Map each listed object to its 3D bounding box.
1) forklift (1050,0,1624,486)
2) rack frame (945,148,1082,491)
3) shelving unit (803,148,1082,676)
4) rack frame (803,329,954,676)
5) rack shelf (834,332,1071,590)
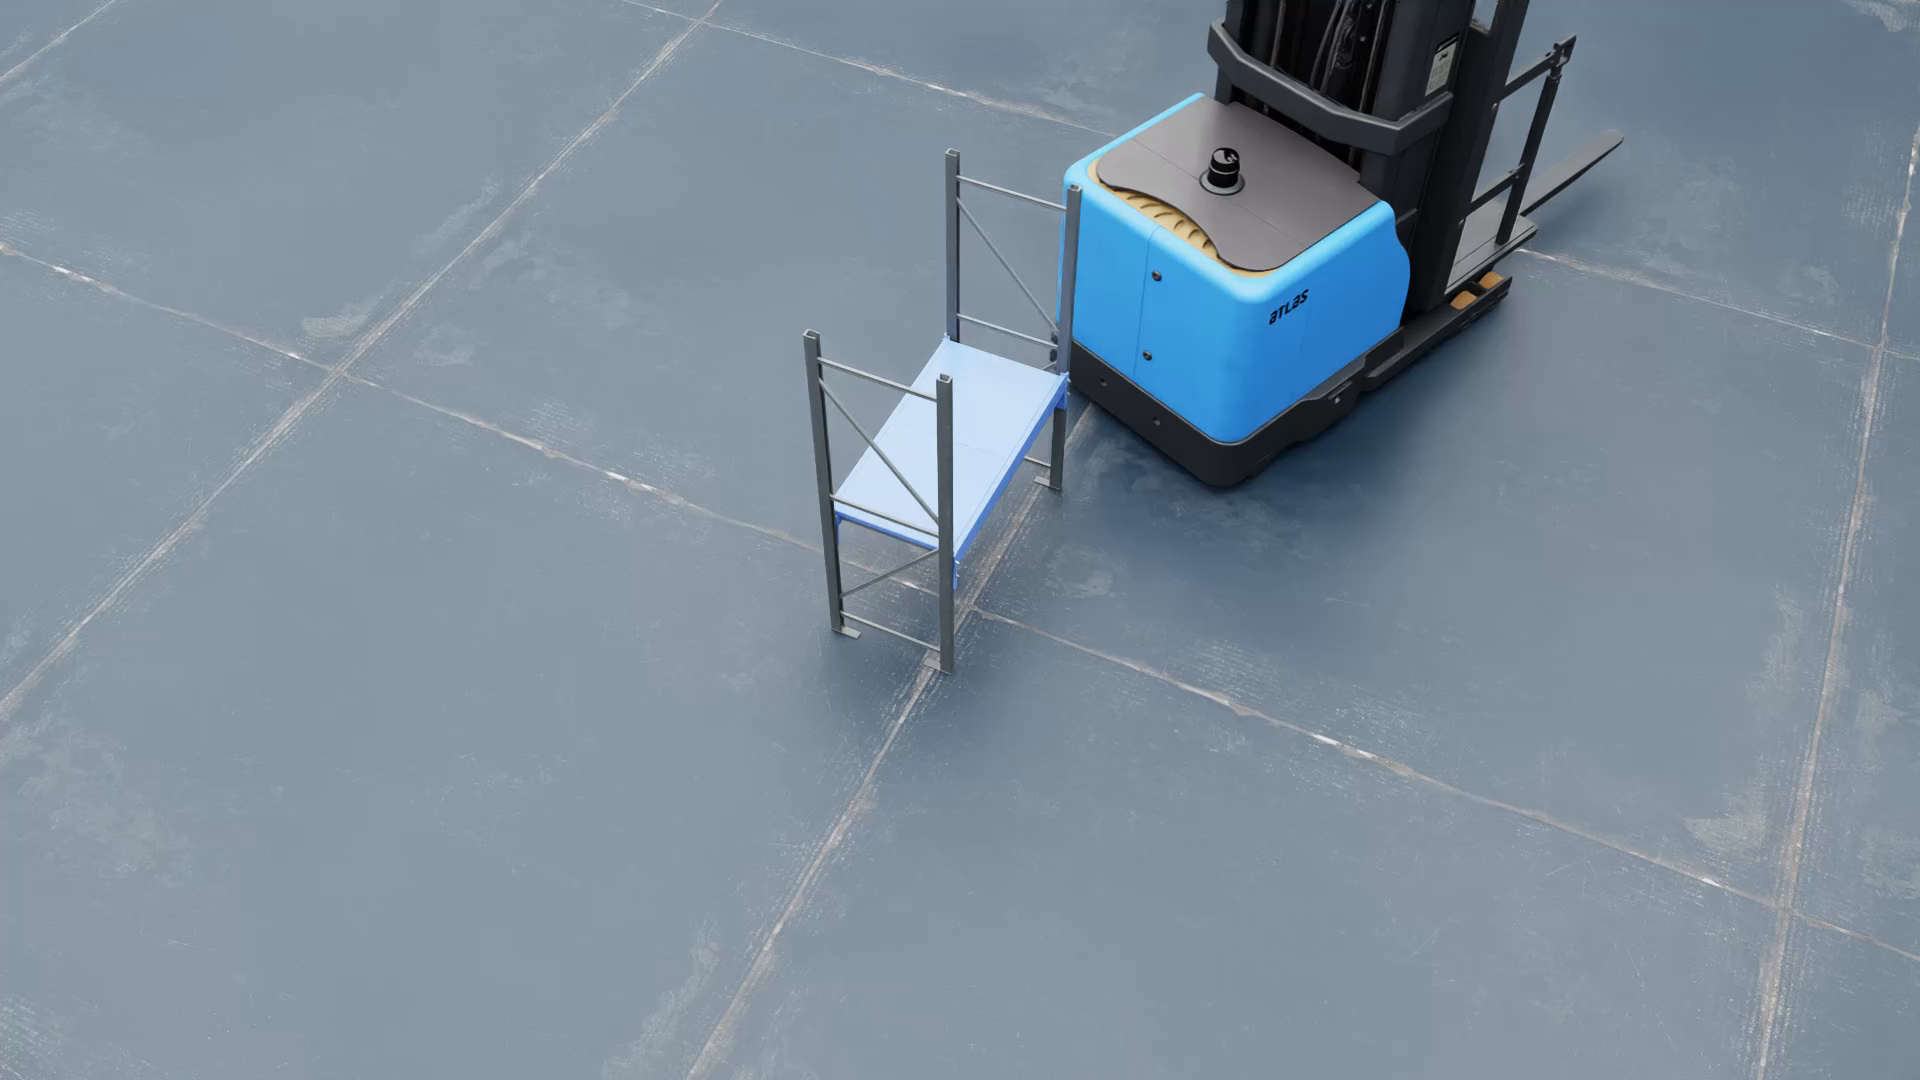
[{"bbox_3d":[1.816,-2.151,6.471,3.031,2.935,1.130,-34,58,-26],"label":"forklift"},{"bbox_3d":[0.181,-0.777,6.242,0.500,1.500,0.032,20,52,16],"label":"rack frame"},{"bbox_3d":[-0.036,-0.427,5.944,0.538,1.500,1.048,20,52,16],"label":"shelving unit"},{"bbox_3d":[-0.254,-0.077,5.646,0.500,1.500,0.032,20,52,16],"label":"rack frame"},{"bbox_3d":[-0.036,-0.311,6.081,0.538,0.185,1.000,20,52,16],"label":"rack shelf"}]
